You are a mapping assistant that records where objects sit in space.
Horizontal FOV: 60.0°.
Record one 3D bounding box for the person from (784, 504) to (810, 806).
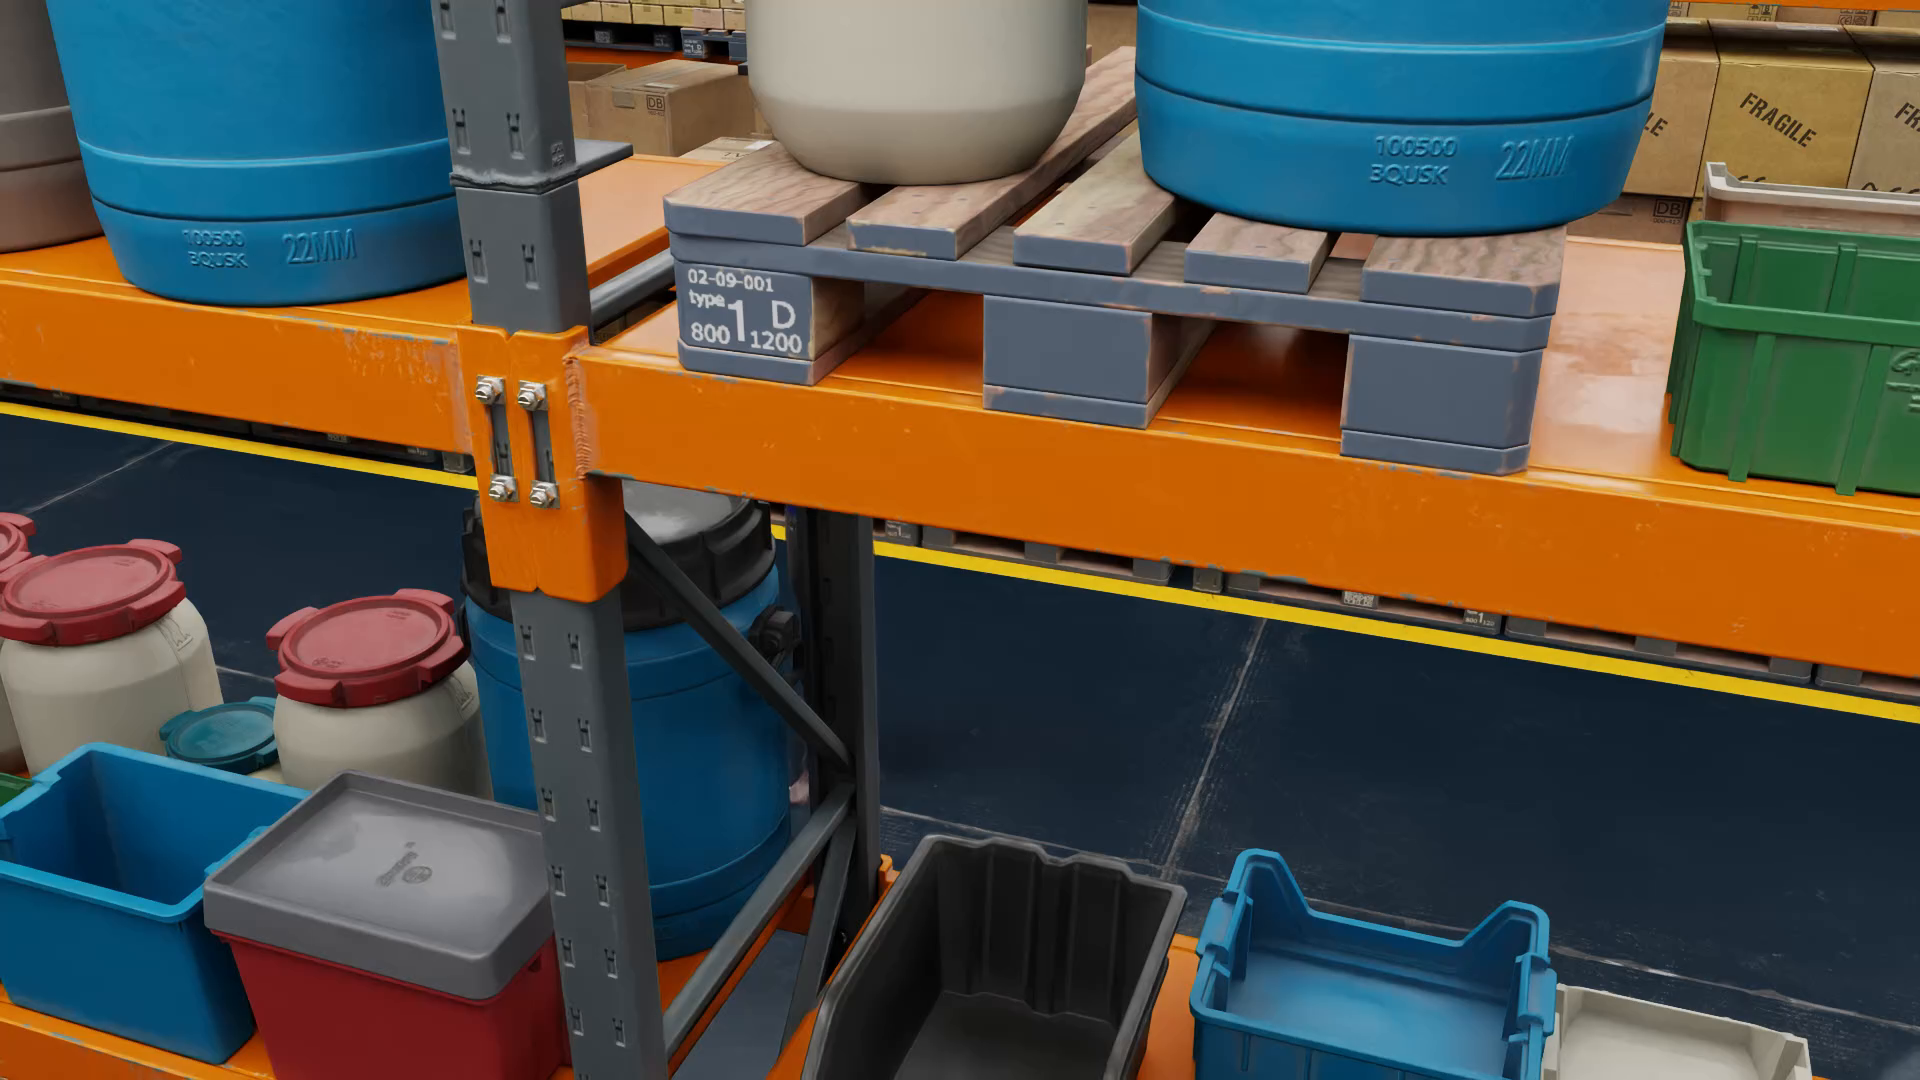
[{"bbox_3d":[-0.544,0.089,5.950,0.479,1.687,0.506,-16,30,-29],"label":"person"}]
